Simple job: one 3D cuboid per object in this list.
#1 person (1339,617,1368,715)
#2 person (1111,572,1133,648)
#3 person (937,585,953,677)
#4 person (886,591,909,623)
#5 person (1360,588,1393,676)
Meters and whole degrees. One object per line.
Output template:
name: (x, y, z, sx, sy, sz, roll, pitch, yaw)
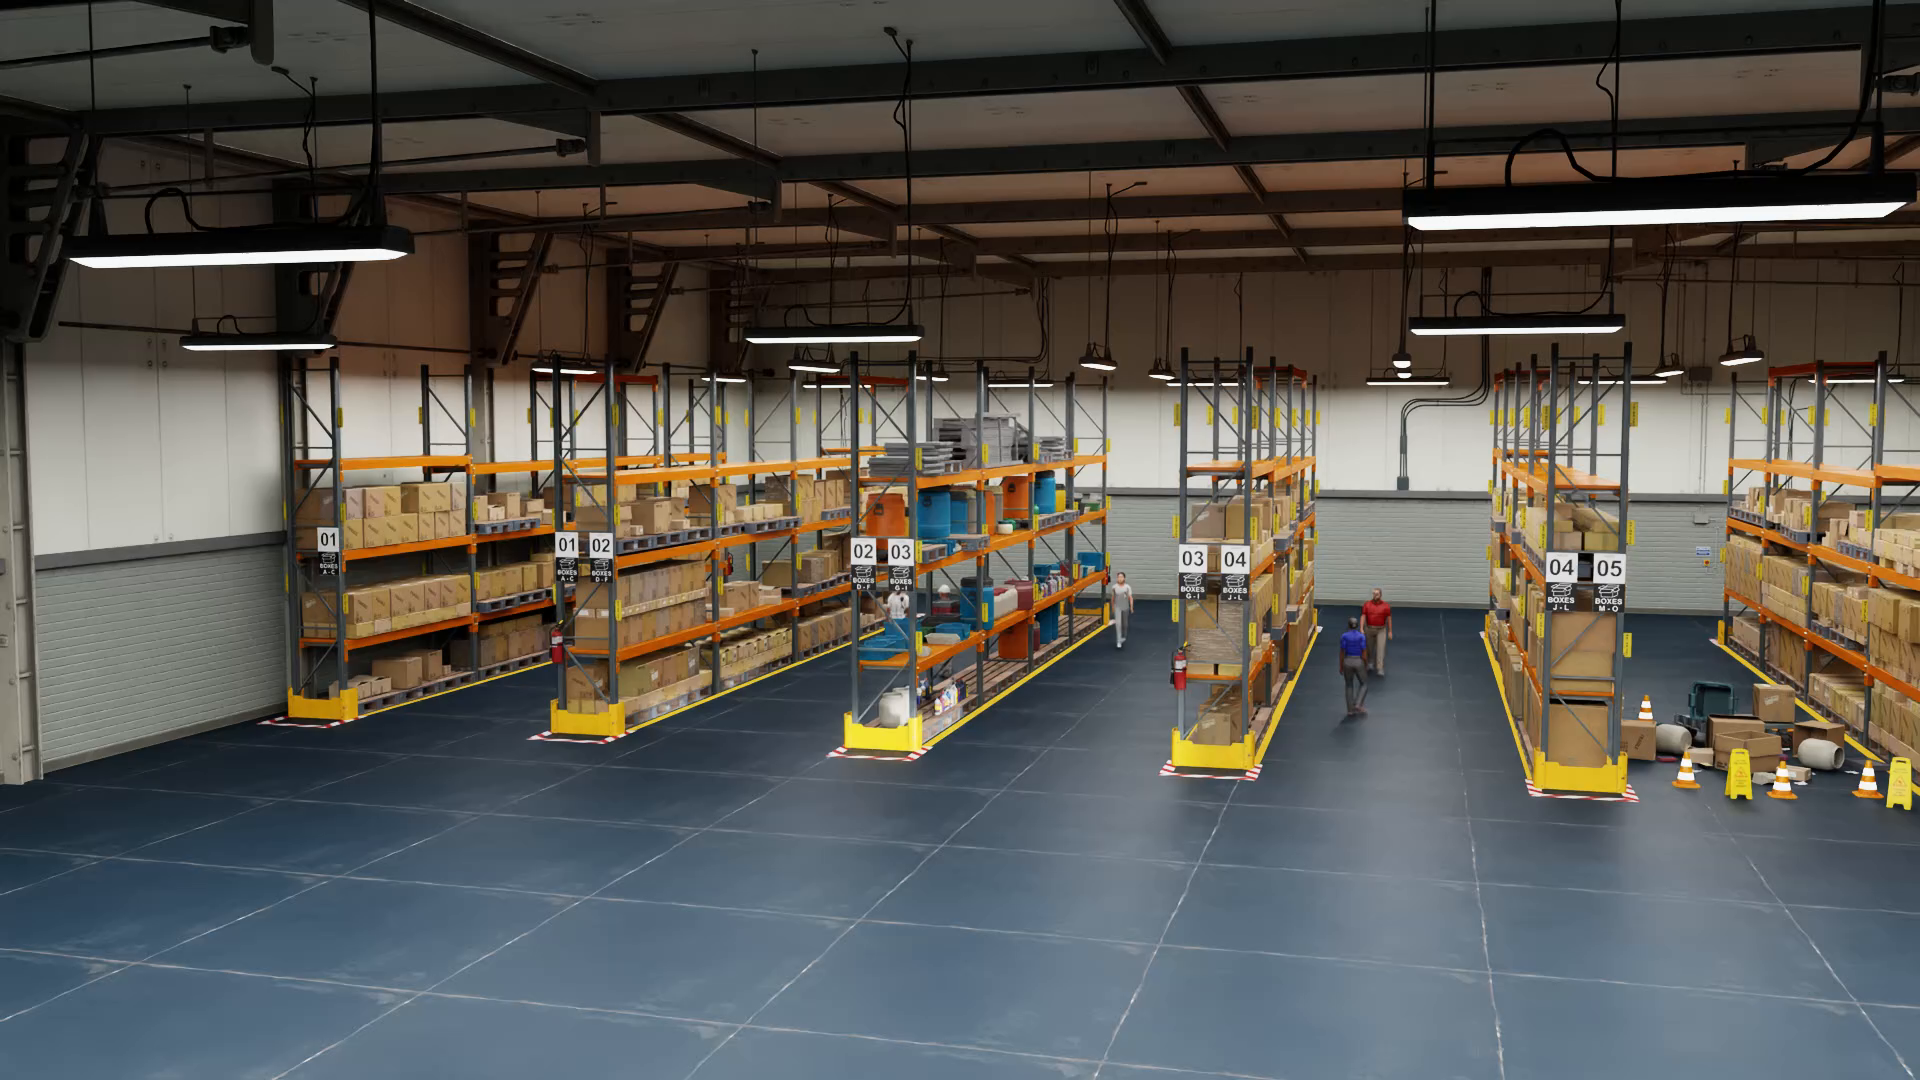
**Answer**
person: (6.632, 2.128, 27.971, 0.512, 1.656, 0.509, 2, 4, 21)
person: (3.537, 1.506, 36.344, 0.459, 1.620, 1.049, 0, 4, -1)
person: (-0.275, 1.754, 32.087, 0.467, 1.783, 0.607, 4, 6, 40)
person: (-1.276, 1.646, 34.373, 0.450, 1.621, 1.045, 1, 4, 15)
person: (8.116, 1.777, 32.441, 0.643, 1.664, 1.099, 1, 4, 12)
